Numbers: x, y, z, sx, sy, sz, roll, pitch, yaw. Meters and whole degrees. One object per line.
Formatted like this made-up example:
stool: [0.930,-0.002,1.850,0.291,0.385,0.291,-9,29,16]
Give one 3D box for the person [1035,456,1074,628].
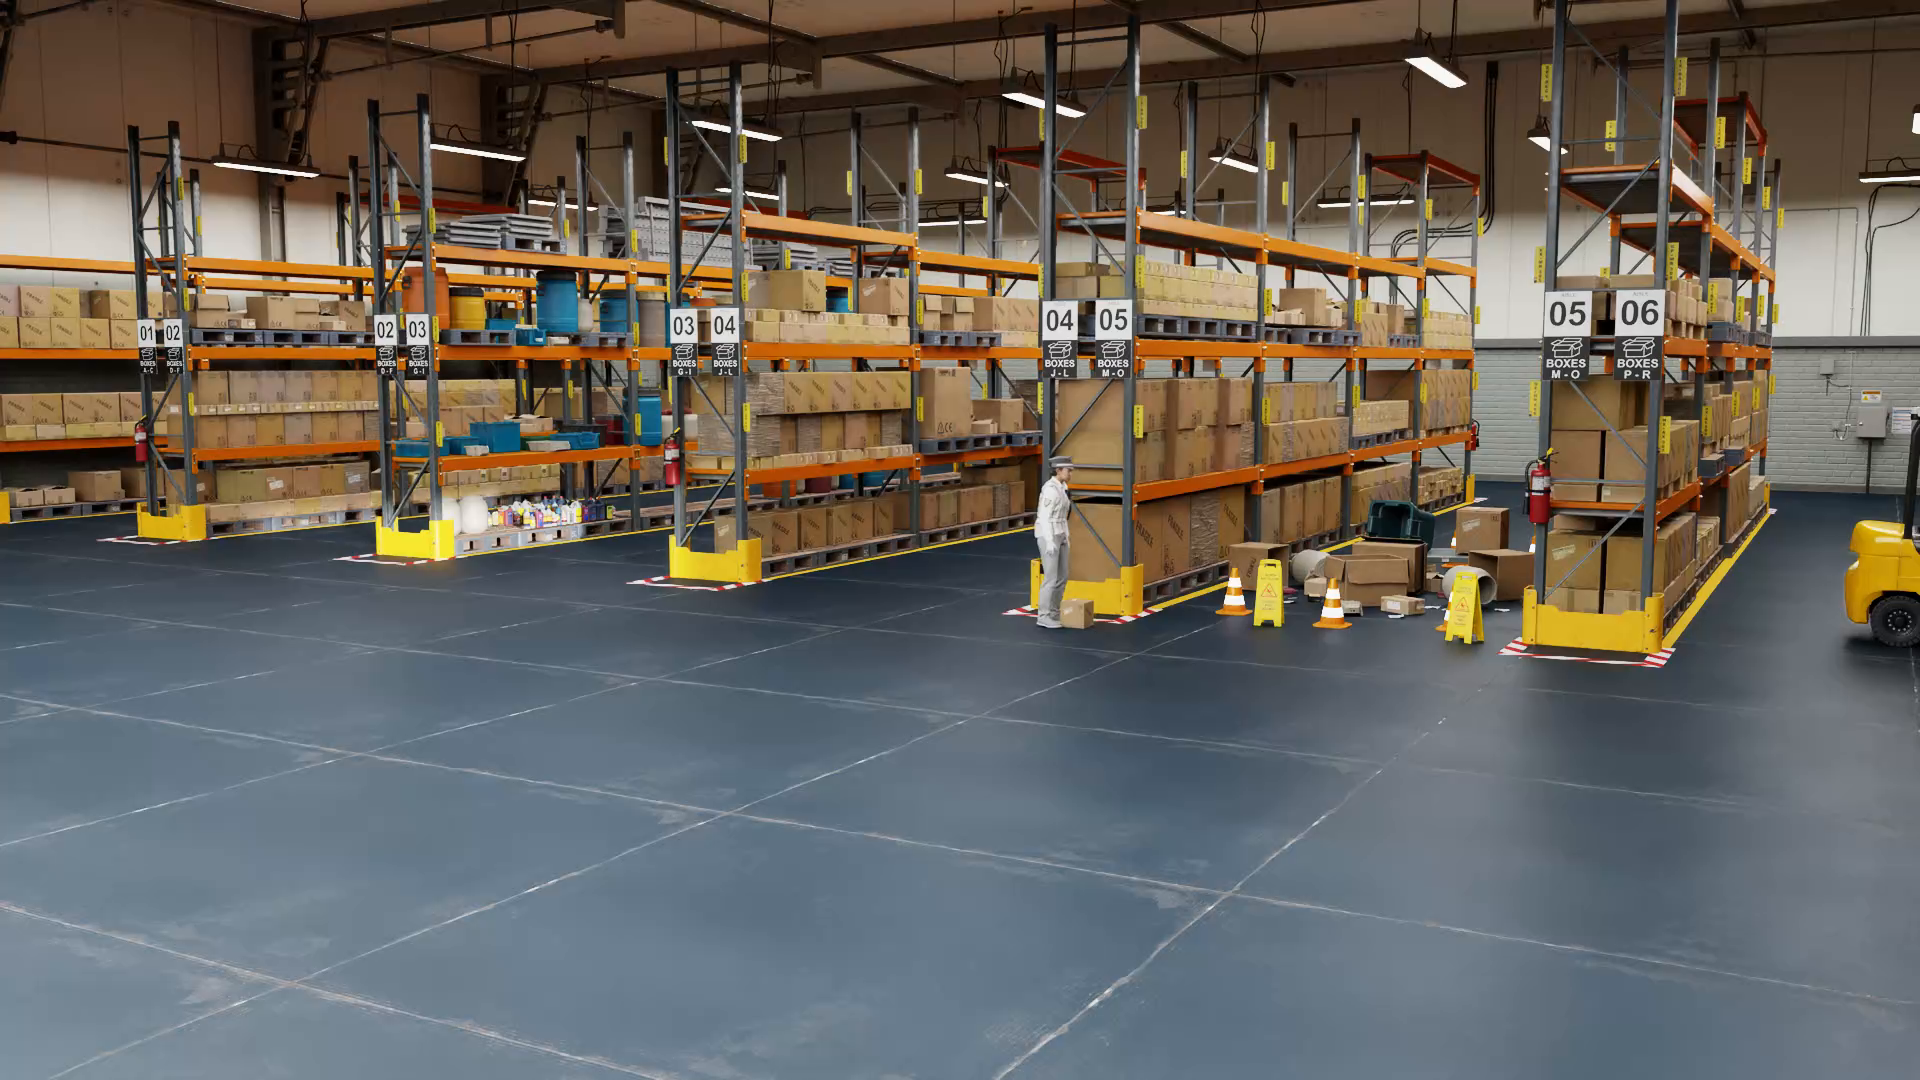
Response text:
person: [0.936,0.003,16.307,0.370,1.666,0.547,3,7,25]
